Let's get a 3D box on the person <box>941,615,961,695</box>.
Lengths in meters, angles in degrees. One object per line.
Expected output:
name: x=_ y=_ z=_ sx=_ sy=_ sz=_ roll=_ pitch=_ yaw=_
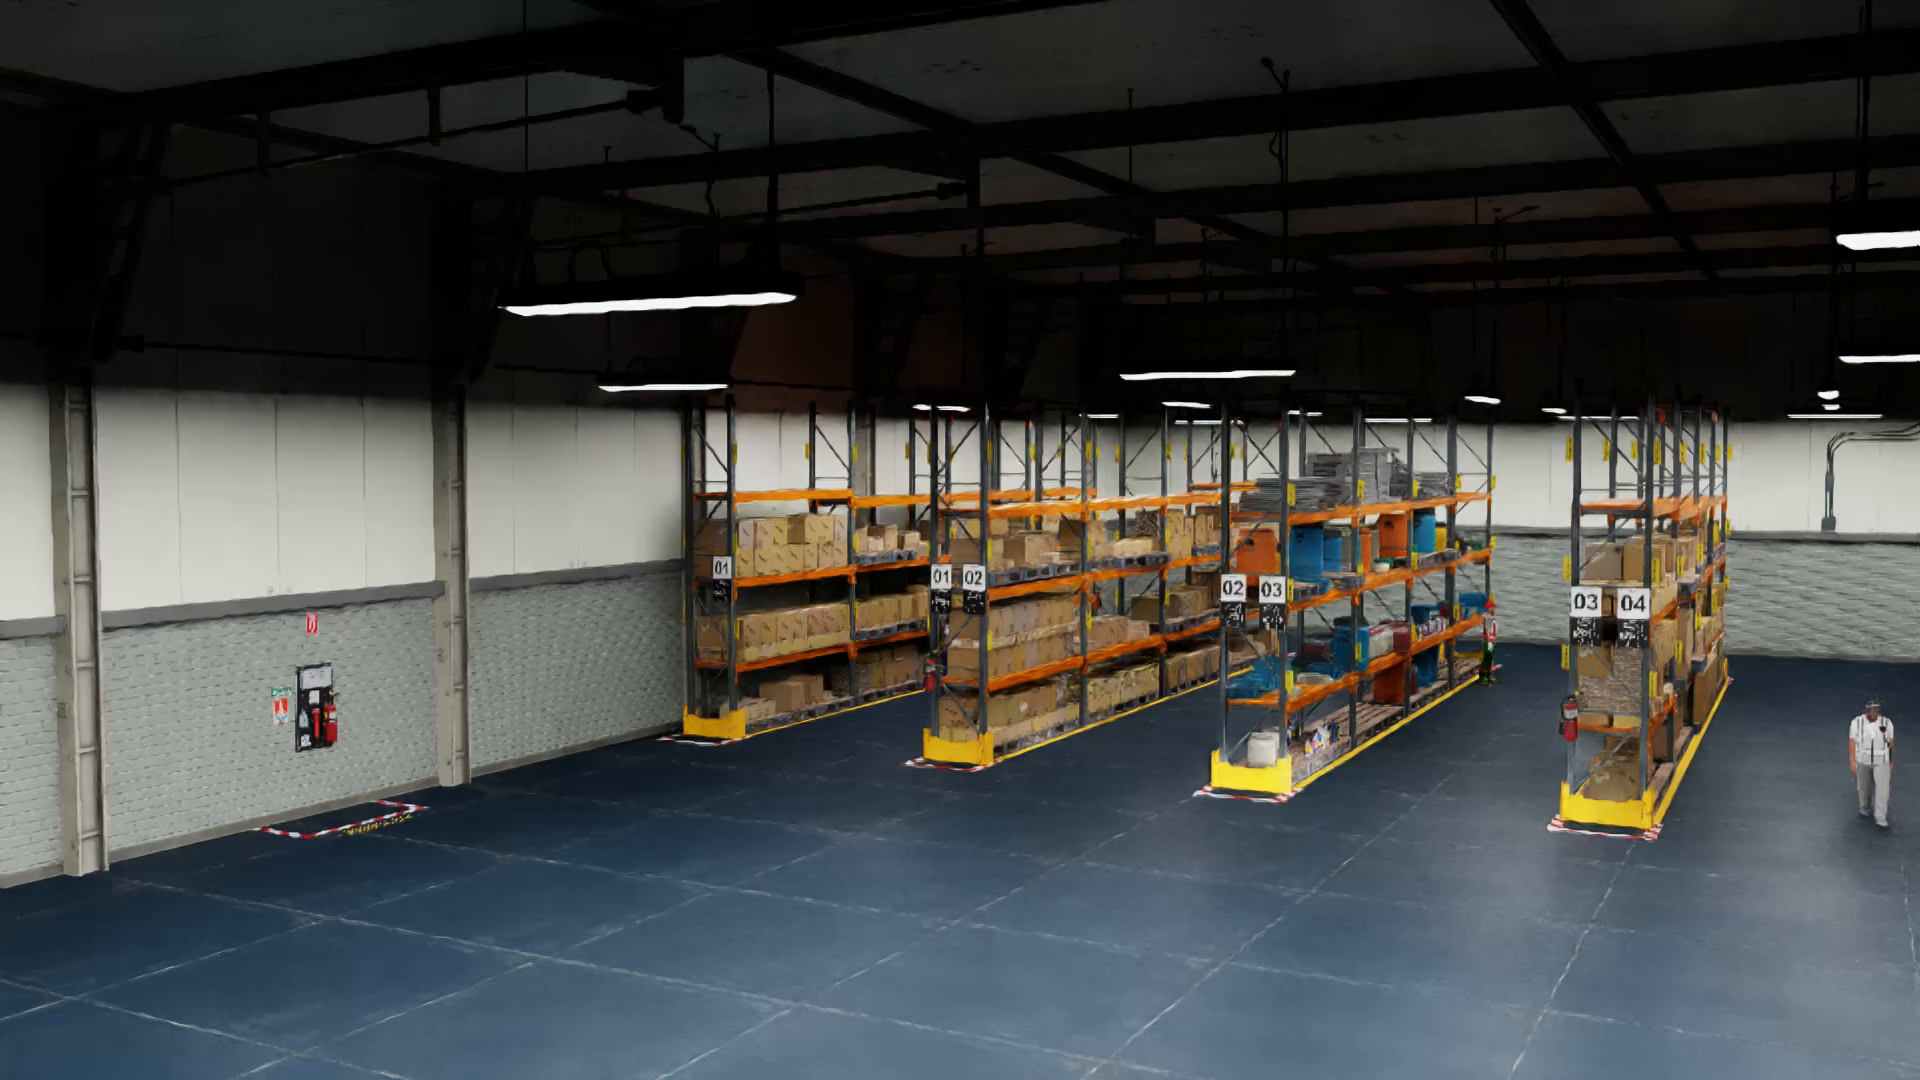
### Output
person: x=-0.195 y=2.356 z=34.353 sx=0.386 sy=1.653 sz=0.596 roll=0 pitch=3 yaw=5

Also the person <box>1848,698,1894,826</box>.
person: x=12.308 y=2.962 z=22.475 sx=0.544 sy=1.657 sz=1.112 roll=2 pitch=3 yaw=30

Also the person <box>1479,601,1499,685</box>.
person: x=11.417 y=2.196 z=35.837 sx=0.390 sy=1.792 sz=0.670 roll=1 pitch=3 yaw=22
